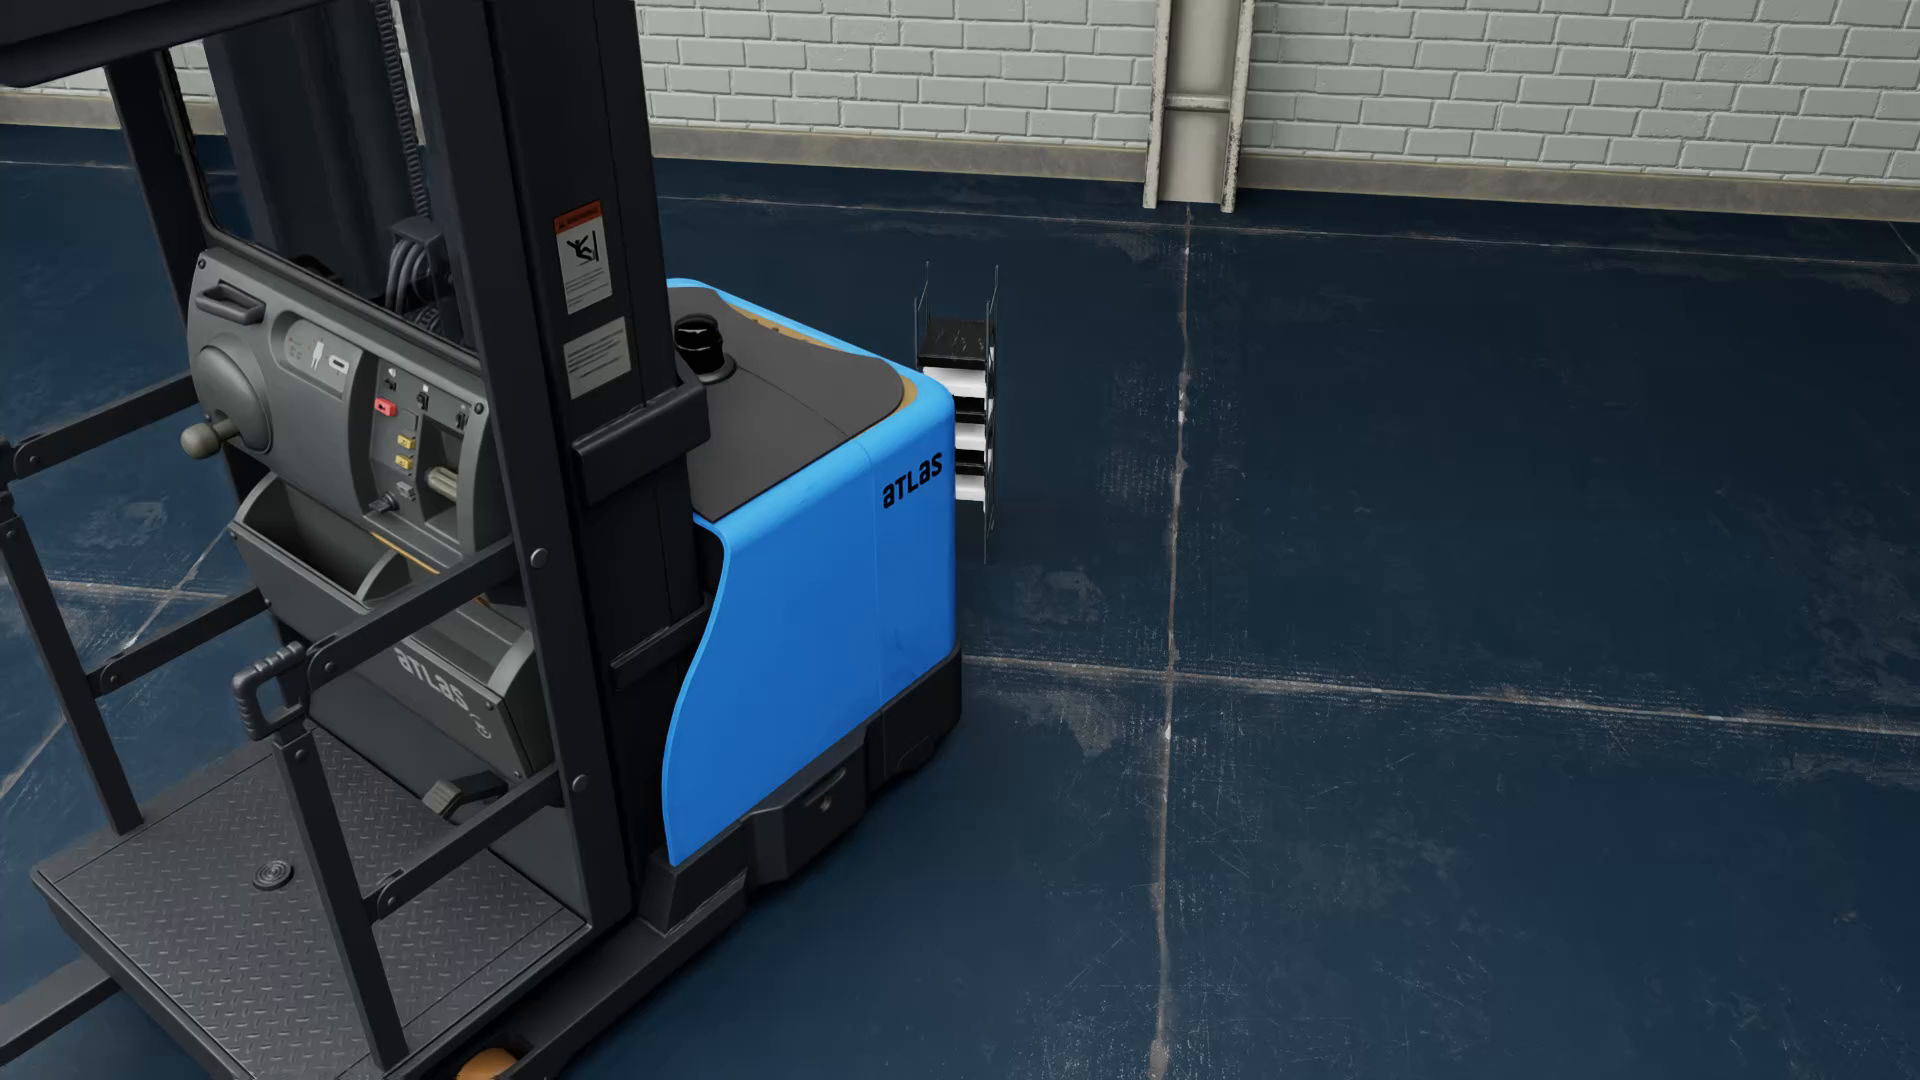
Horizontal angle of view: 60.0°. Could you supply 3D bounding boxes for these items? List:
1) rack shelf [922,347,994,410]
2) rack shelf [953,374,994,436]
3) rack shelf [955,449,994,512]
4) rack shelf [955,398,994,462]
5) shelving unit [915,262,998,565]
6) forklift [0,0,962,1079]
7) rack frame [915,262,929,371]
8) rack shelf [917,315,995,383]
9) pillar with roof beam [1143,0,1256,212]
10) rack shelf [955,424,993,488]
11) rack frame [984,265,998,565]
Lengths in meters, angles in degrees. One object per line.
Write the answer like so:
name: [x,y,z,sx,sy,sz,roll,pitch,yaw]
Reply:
rack shelf: [-0.008,-0.486,4.904,0.200,0.077,0.258,4,36,6]
rack shelf: [-0.008,-0.413,4.956,0.200,0.077,0.258,4,36,6]
rack shelf: [-0.008,-0.193,5.113,0.200,0.077,0.258,4,36,6]
rack shelf: [-0.008,-0.340,5.009,0.200,0.077,0.258,4,36,6]
shelving unit: [-0.008,-0.367,4.989,0.210,0.900,0.258,4,36,6]
forklift: [-1.317,-0.195,3.000,1.130,2.935,3.031,25,43,31]
rack frame: [-0.109,-0.374,5.000,0.006,0.900,0.240,4,36,6]
rack shelf: [-0.008,-0.560,4.852,0.200,0.077,0.258,4,36,6]
pillar with roof beam: [0.471,-2.714,1.306,0.400,9.000,9.100,4,36,6]
rack shelf: [-0.008,-0.266,5.061,0.200,0.077,0.258,4,36,6]
rack frame: [0.093,-0.359,4.979,0.006,0.900,0.240,4,36,6]
